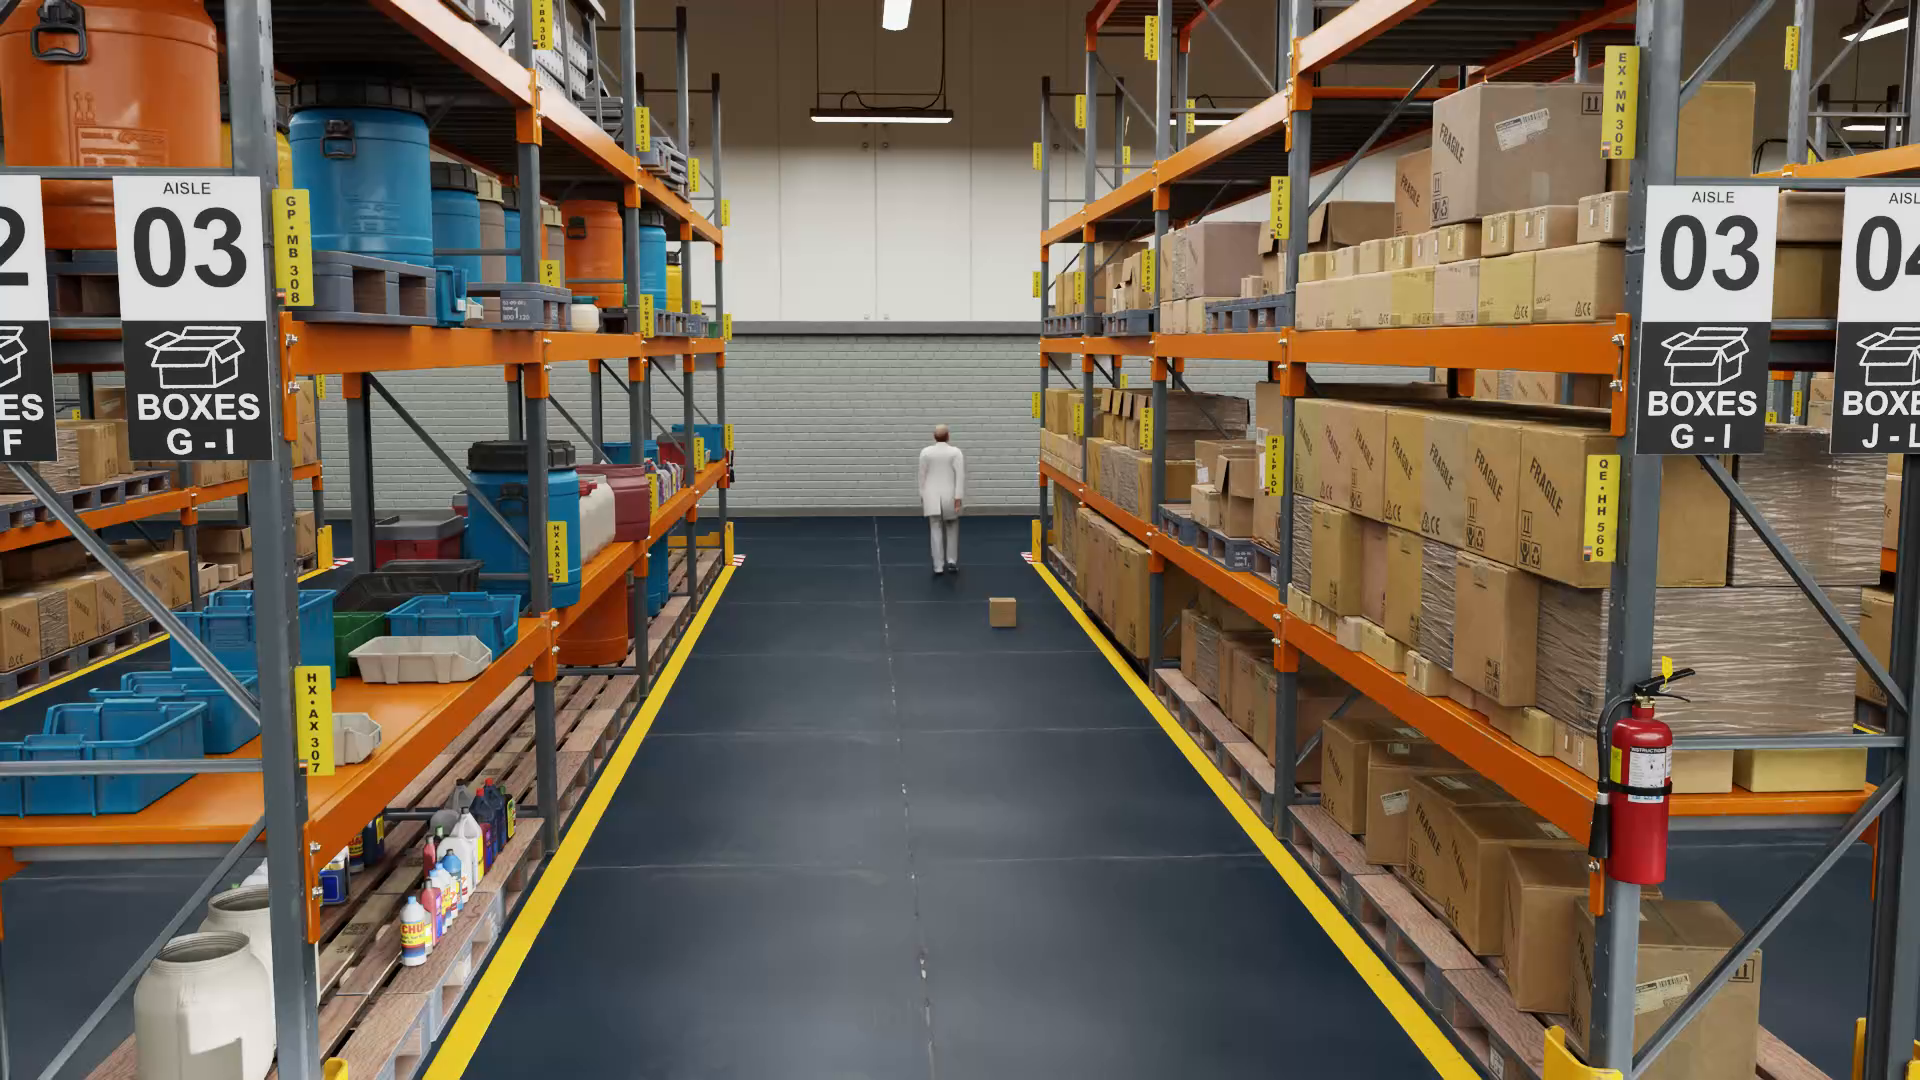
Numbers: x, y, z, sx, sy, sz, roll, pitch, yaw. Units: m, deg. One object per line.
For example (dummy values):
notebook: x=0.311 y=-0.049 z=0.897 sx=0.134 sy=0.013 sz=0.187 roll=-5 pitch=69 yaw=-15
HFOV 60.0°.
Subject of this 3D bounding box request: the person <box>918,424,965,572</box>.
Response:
person: x=-0.216 y=-0.469 z=19.982 sx=0.565 sy=1.849 sz=0.678 roll=0 pitch=7 yaw=1
